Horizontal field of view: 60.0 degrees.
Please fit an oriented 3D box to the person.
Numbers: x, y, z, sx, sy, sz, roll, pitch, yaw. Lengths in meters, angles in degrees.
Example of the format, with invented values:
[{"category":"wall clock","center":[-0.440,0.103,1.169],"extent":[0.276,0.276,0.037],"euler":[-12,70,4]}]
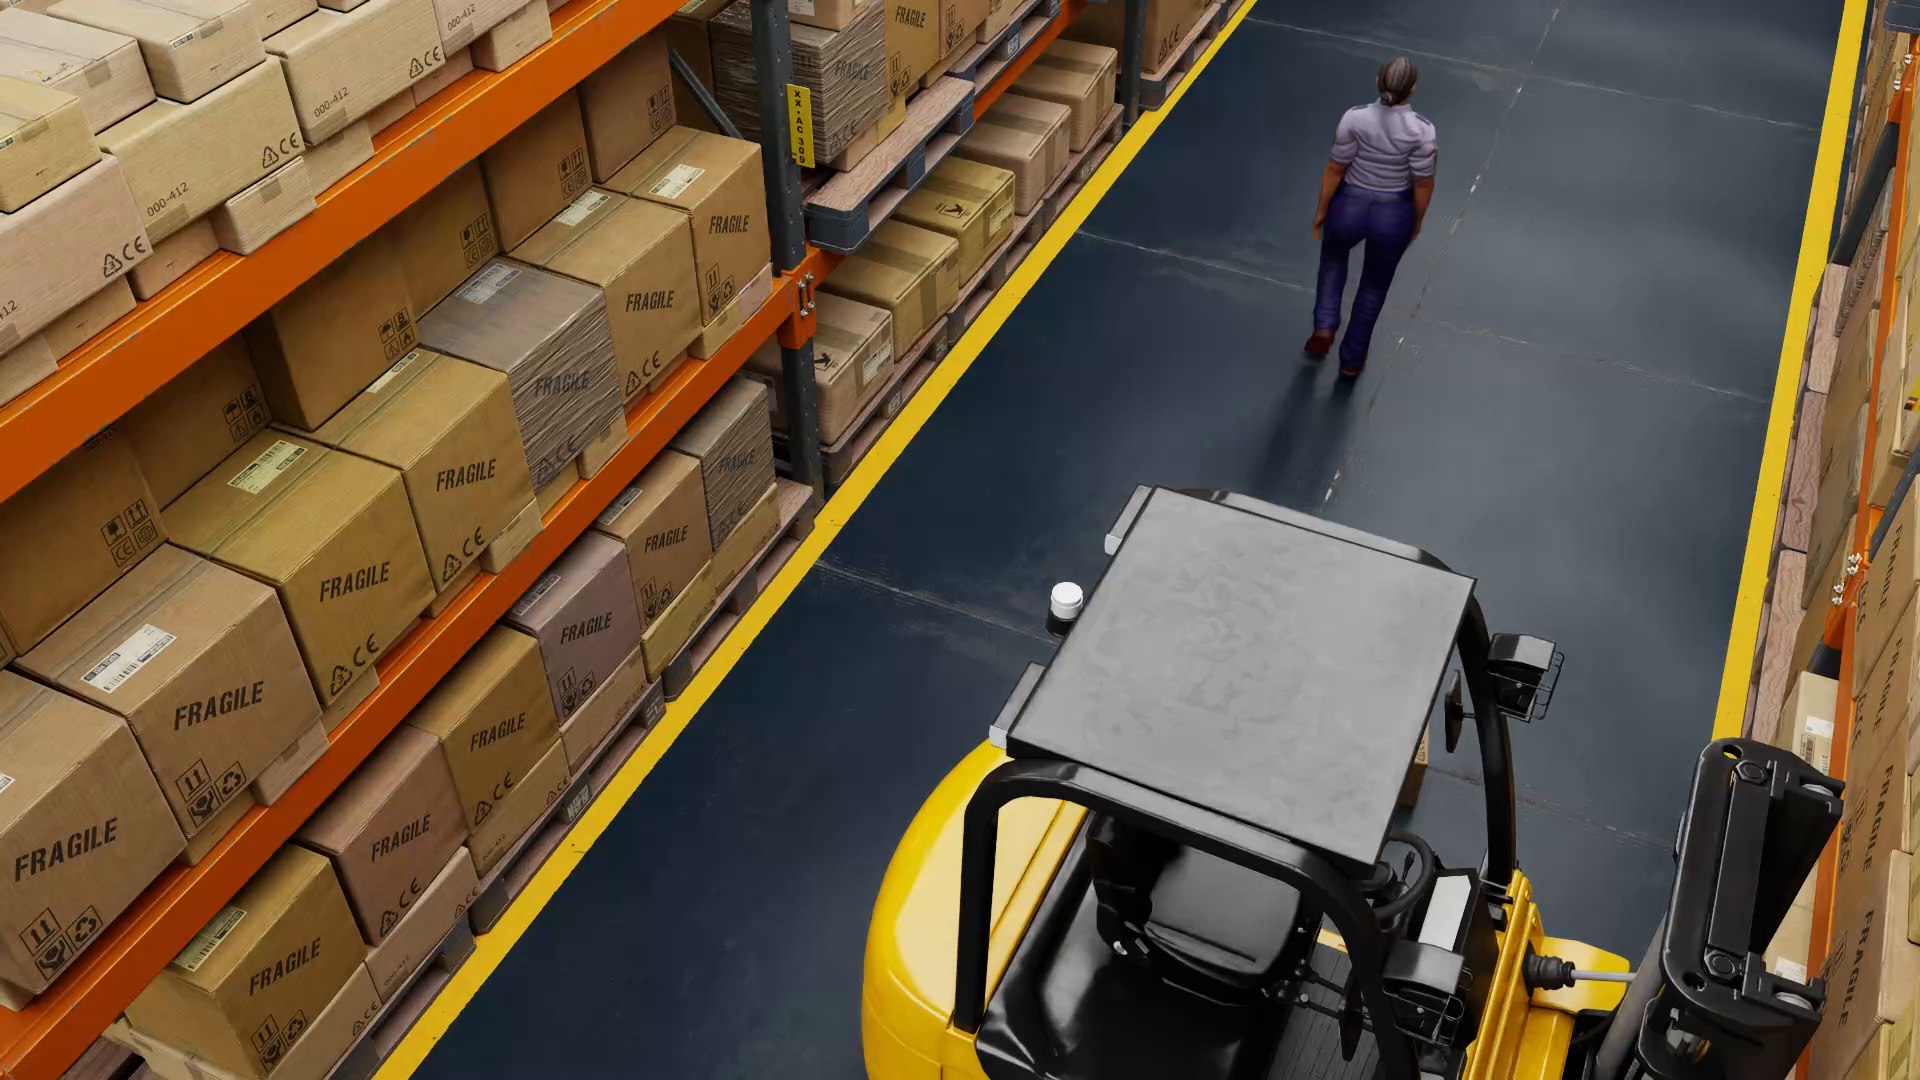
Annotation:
[{"category":"person","center":[1.944,-1.532,7.838],"extent":[0.508,1.674,0.444],"euler":[15,44,16]}]
